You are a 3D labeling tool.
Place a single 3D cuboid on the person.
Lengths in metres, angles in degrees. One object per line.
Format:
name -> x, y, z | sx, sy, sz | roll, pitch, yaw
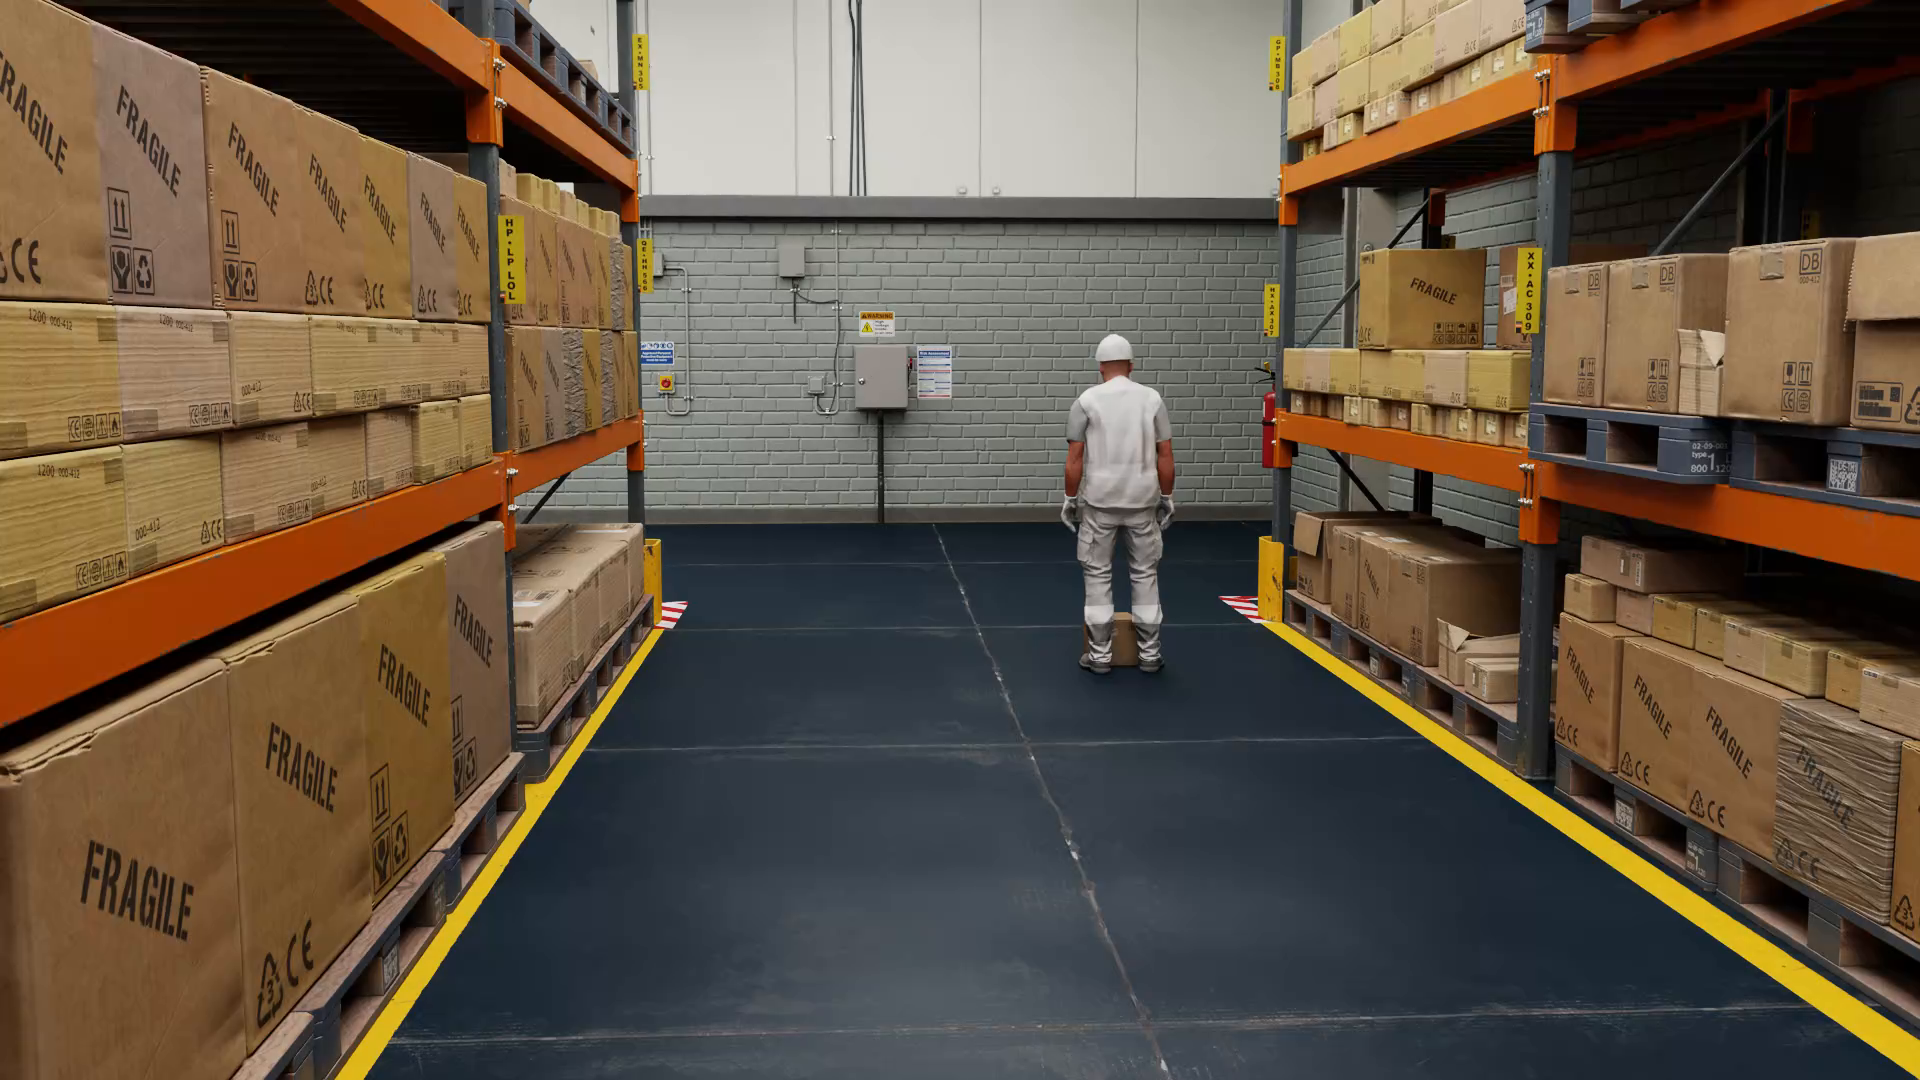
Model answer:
person -> 0.839, -0.191, 8.783 | 0.607, 1.779, 0.451 | 0, 7, -4
